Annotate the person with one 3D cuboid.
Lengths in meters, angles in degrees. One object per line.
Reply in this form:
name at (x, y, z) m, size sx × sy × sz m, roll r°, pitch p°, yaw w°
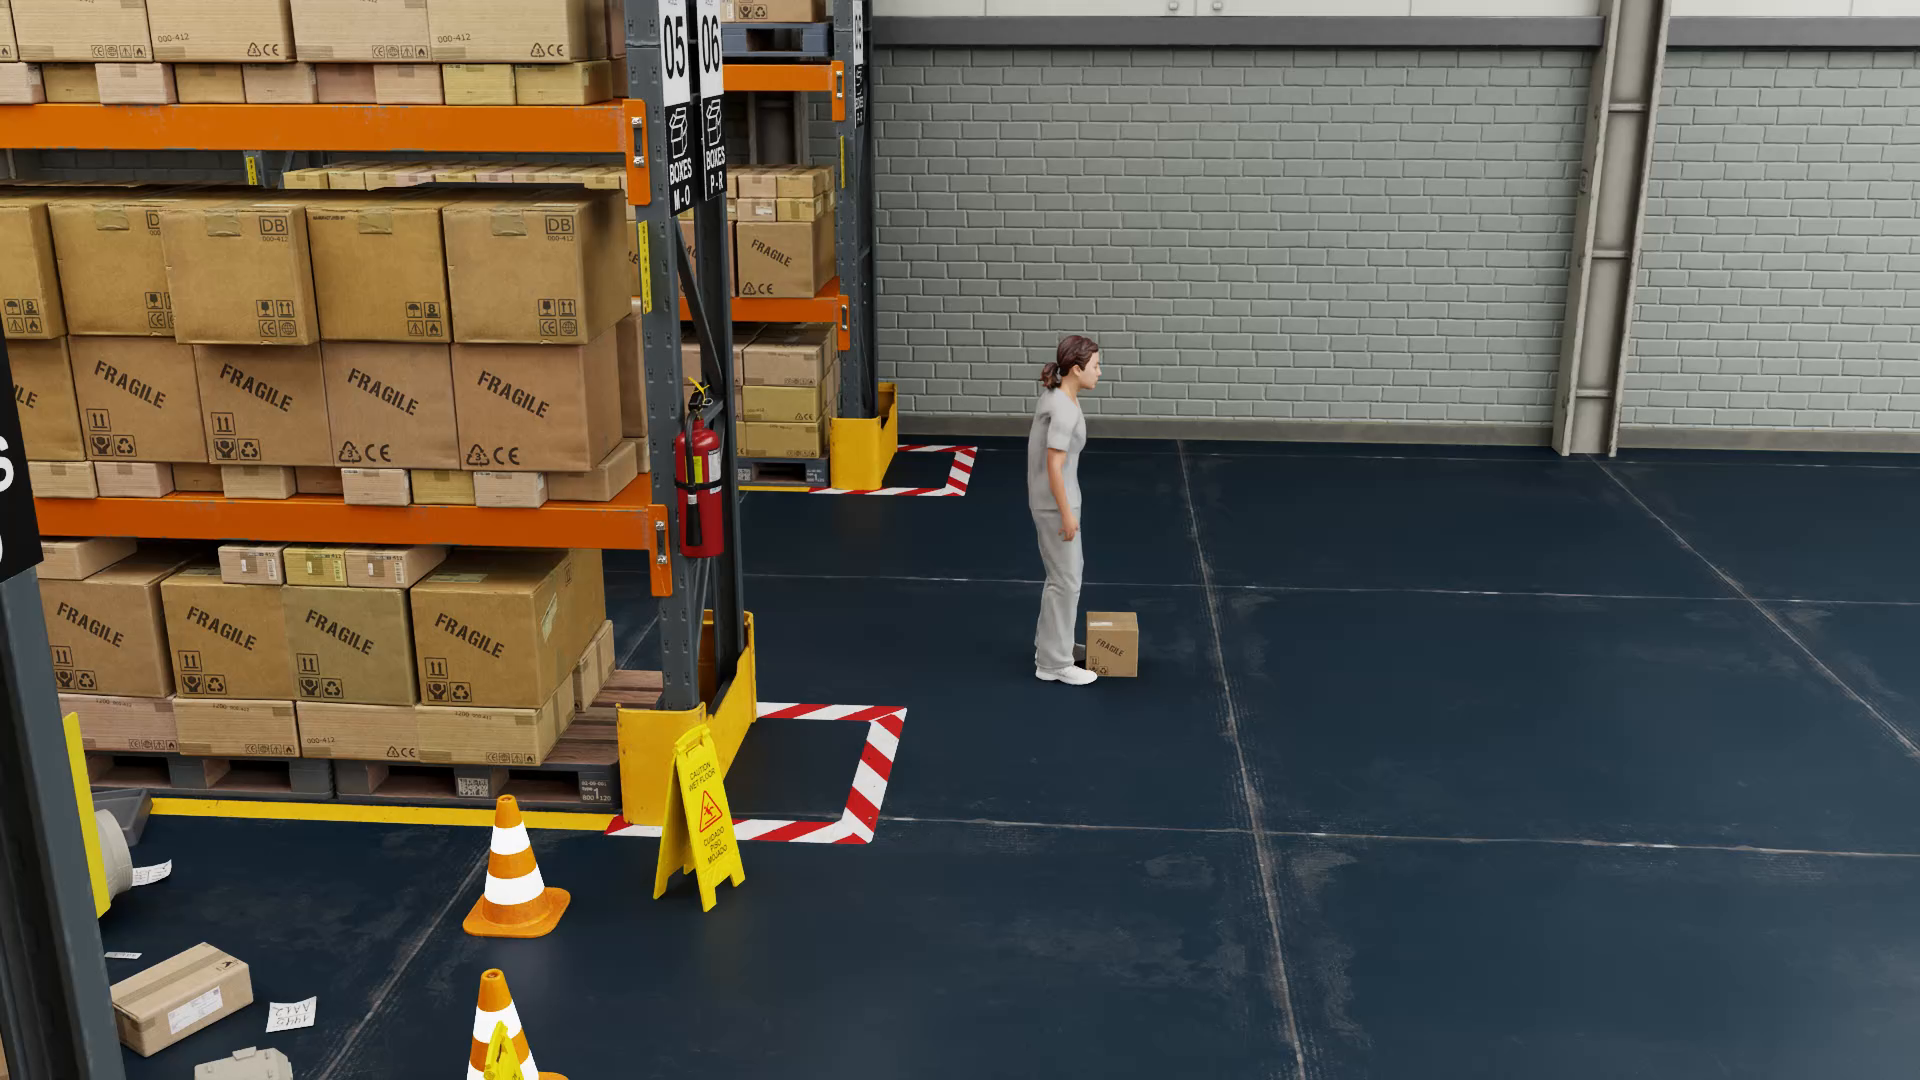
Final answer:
person at (0.505, -0.162, 8.063) m, size 0.360 × 1.673 × 0.485 m, roll 1°, pitch 18°, yaw 4°
